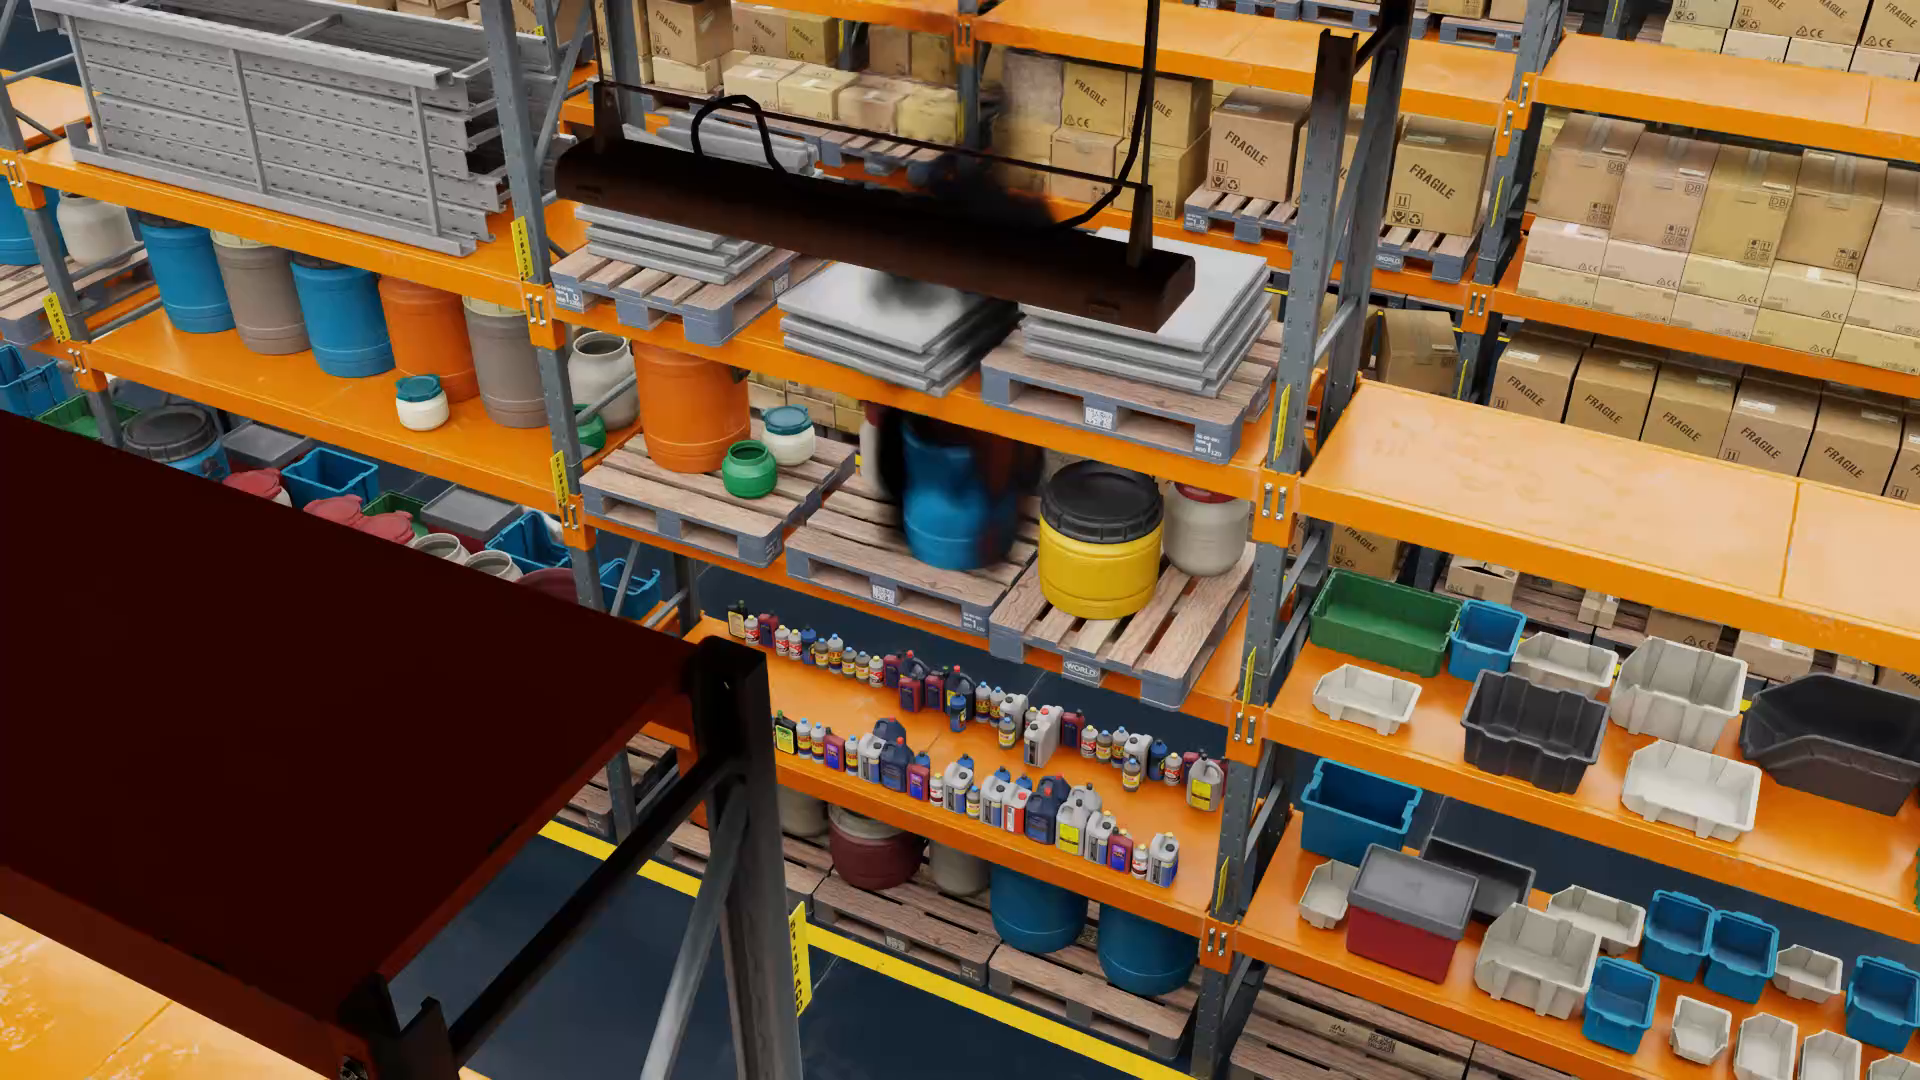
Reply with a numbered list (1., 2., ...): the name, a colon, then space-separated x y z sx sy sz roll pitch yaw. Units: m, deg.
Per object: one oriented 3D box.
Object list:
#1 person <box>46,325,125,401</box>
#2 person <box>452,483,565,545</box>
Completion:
1. person: -7.374 -1.398 14.367 0.830 1.748 0.647 12 37 17
2. person: -3.680 -0.548 13.140 1.188 1.778 0.712 13 37 17
